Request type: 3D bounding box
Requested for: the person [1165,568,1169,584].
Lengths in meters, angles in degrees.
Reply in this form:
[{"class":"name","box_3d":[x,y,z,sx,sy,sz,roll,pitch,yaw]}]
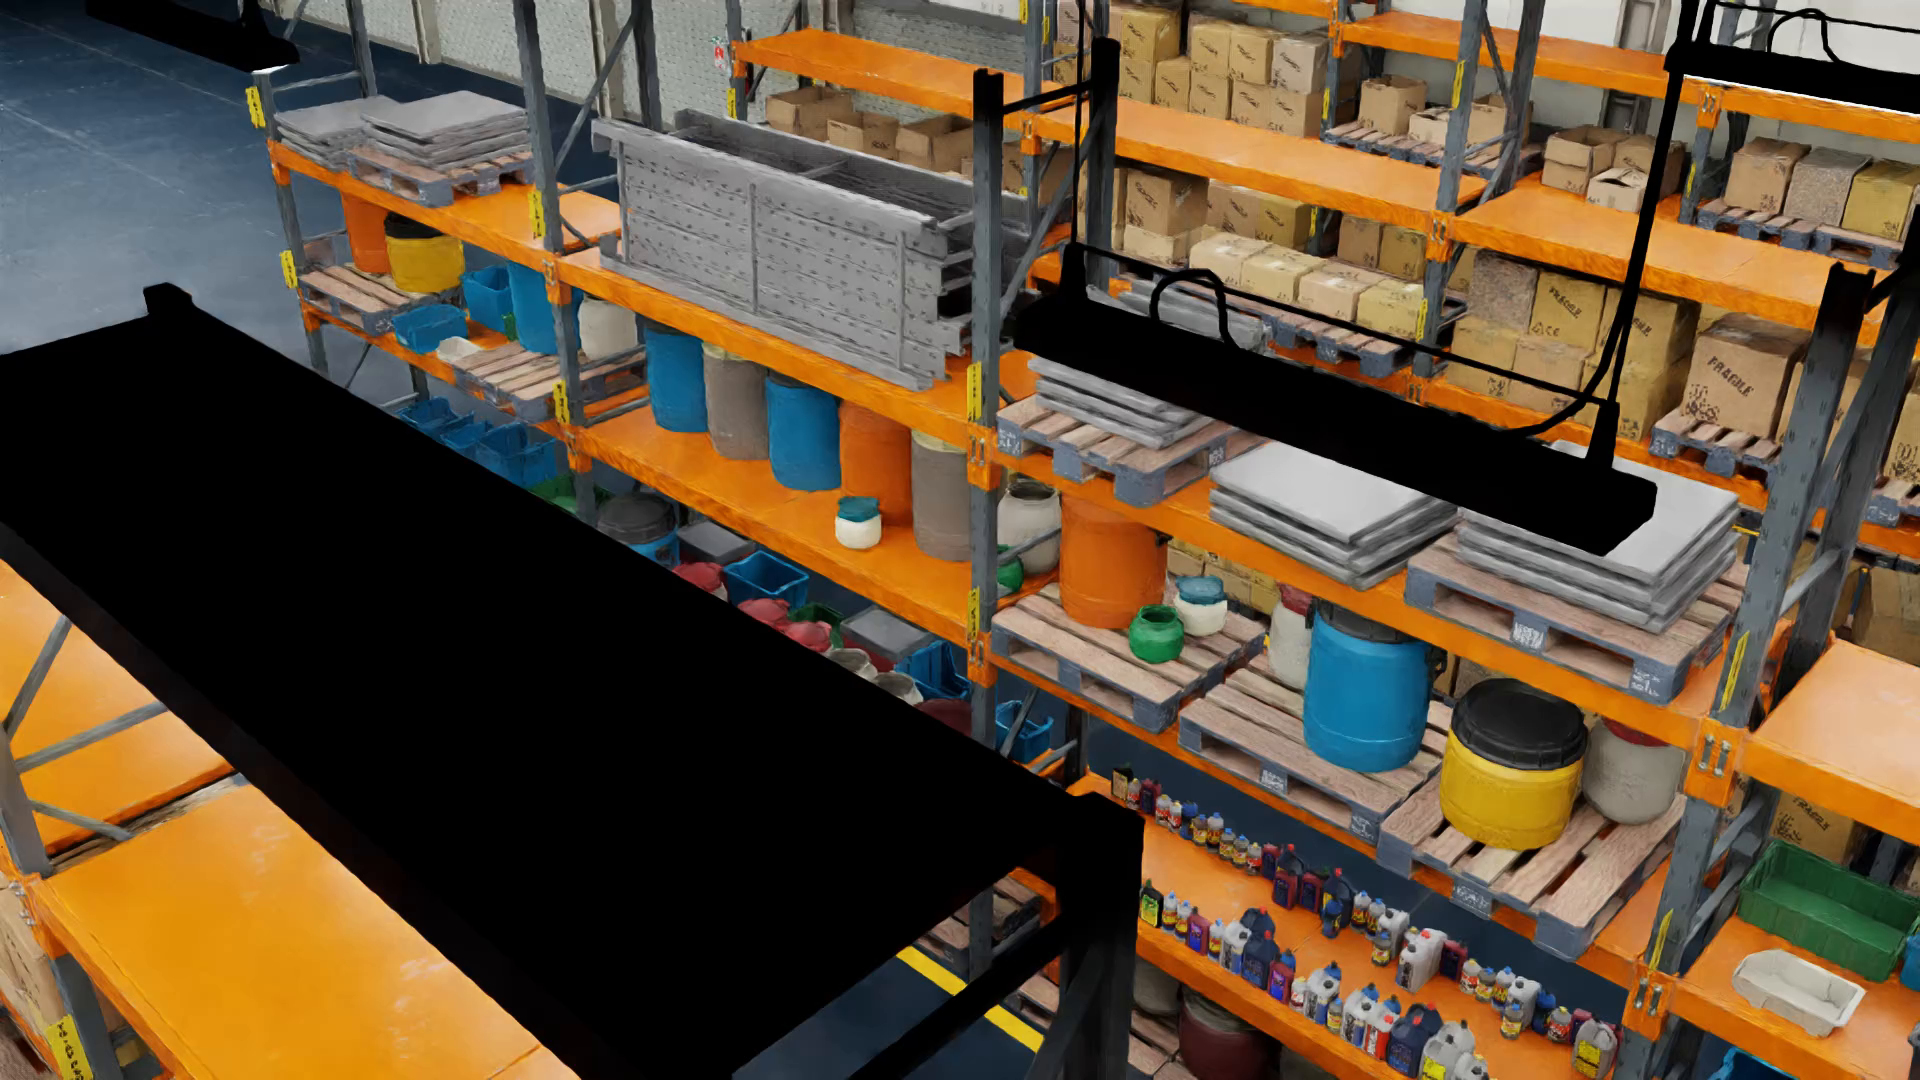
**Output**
[{"class":"person","box_3d":[1.426,0.484,13.618,1.106,1.698,0.522,24,37,35]}]
